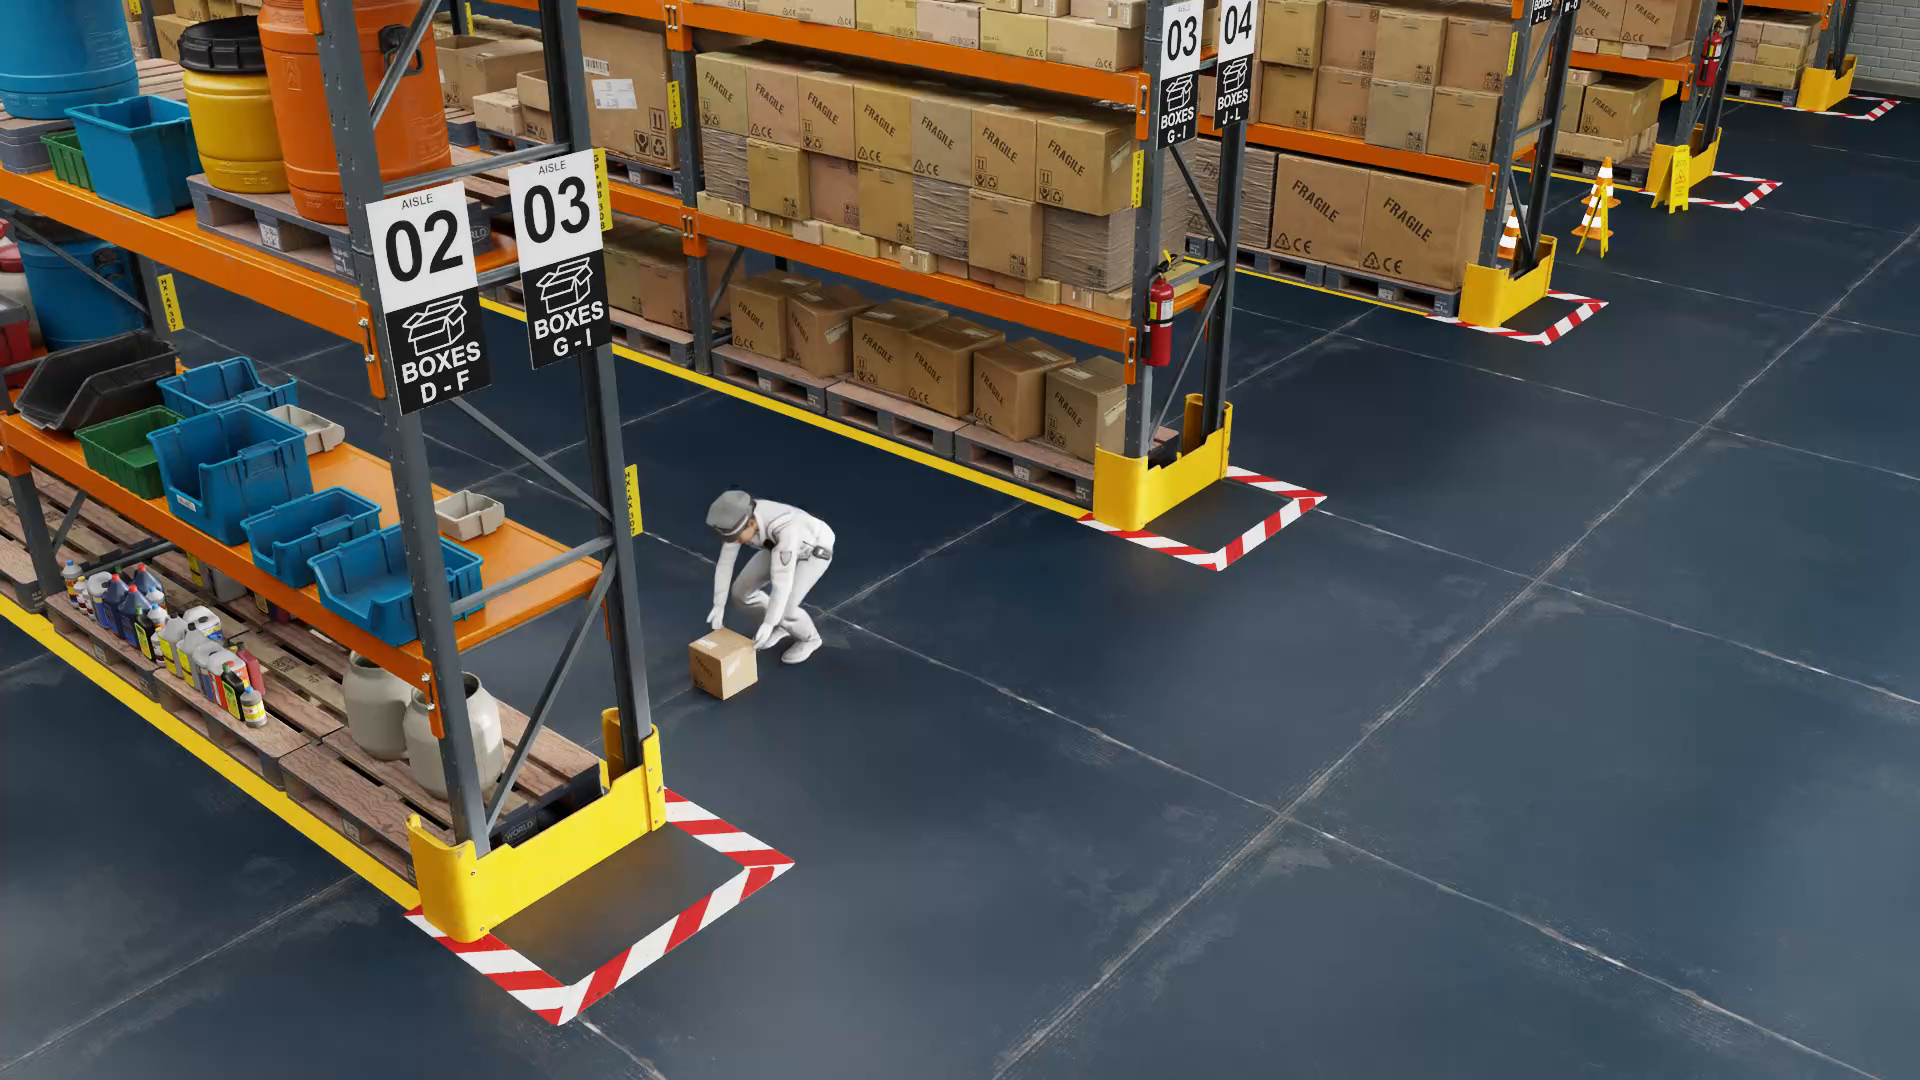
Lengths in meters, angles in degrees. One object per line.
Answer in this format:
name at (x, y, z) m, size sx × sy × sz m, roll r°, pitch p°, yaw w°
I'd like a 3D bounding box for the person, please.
person at (-1.007, 0.163, 8.923) m, size 0.509 × 1.101 × 0.809 m, roll 21°, pitch 34°, yaw 34°
